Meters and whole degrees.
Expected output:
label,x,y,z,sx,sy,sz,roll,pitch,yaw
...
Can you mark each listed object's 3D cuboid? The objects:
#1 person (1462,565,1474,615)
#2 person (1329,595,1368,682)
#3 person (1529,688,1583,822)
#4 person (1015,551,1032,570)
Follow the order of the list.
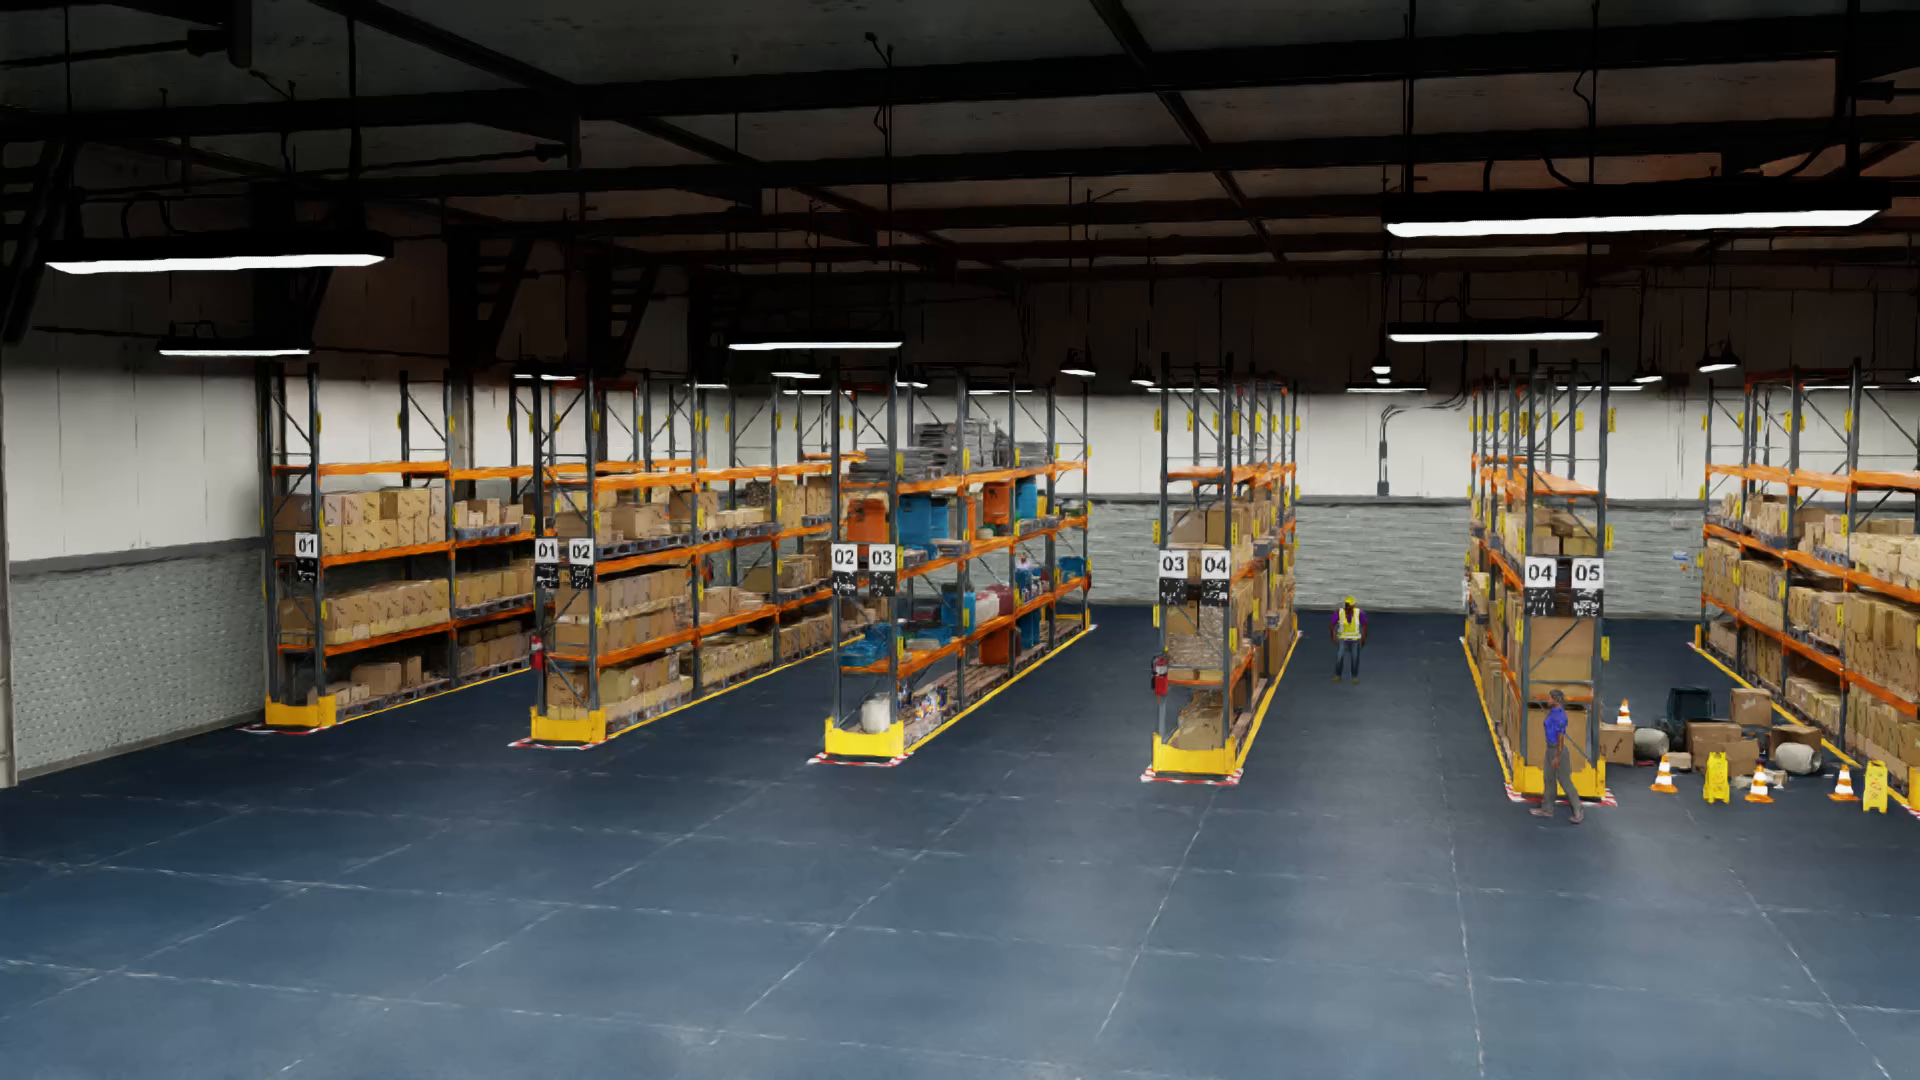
label,x,y,z,sx,sy,sz,roll,pitch,yaw
person,12.053,1.415,39.179,0.405,1.647,0.571,-2,4,-21
person,7.472,1.904,31.996,0.719,1.714,0.578,1,4,12
person,7.559,2.725,21.047,0.612,1.590,0.704,1,4,9
person,1.694,1.082,44.427,0.479,1.567,1.090,1,4,17
